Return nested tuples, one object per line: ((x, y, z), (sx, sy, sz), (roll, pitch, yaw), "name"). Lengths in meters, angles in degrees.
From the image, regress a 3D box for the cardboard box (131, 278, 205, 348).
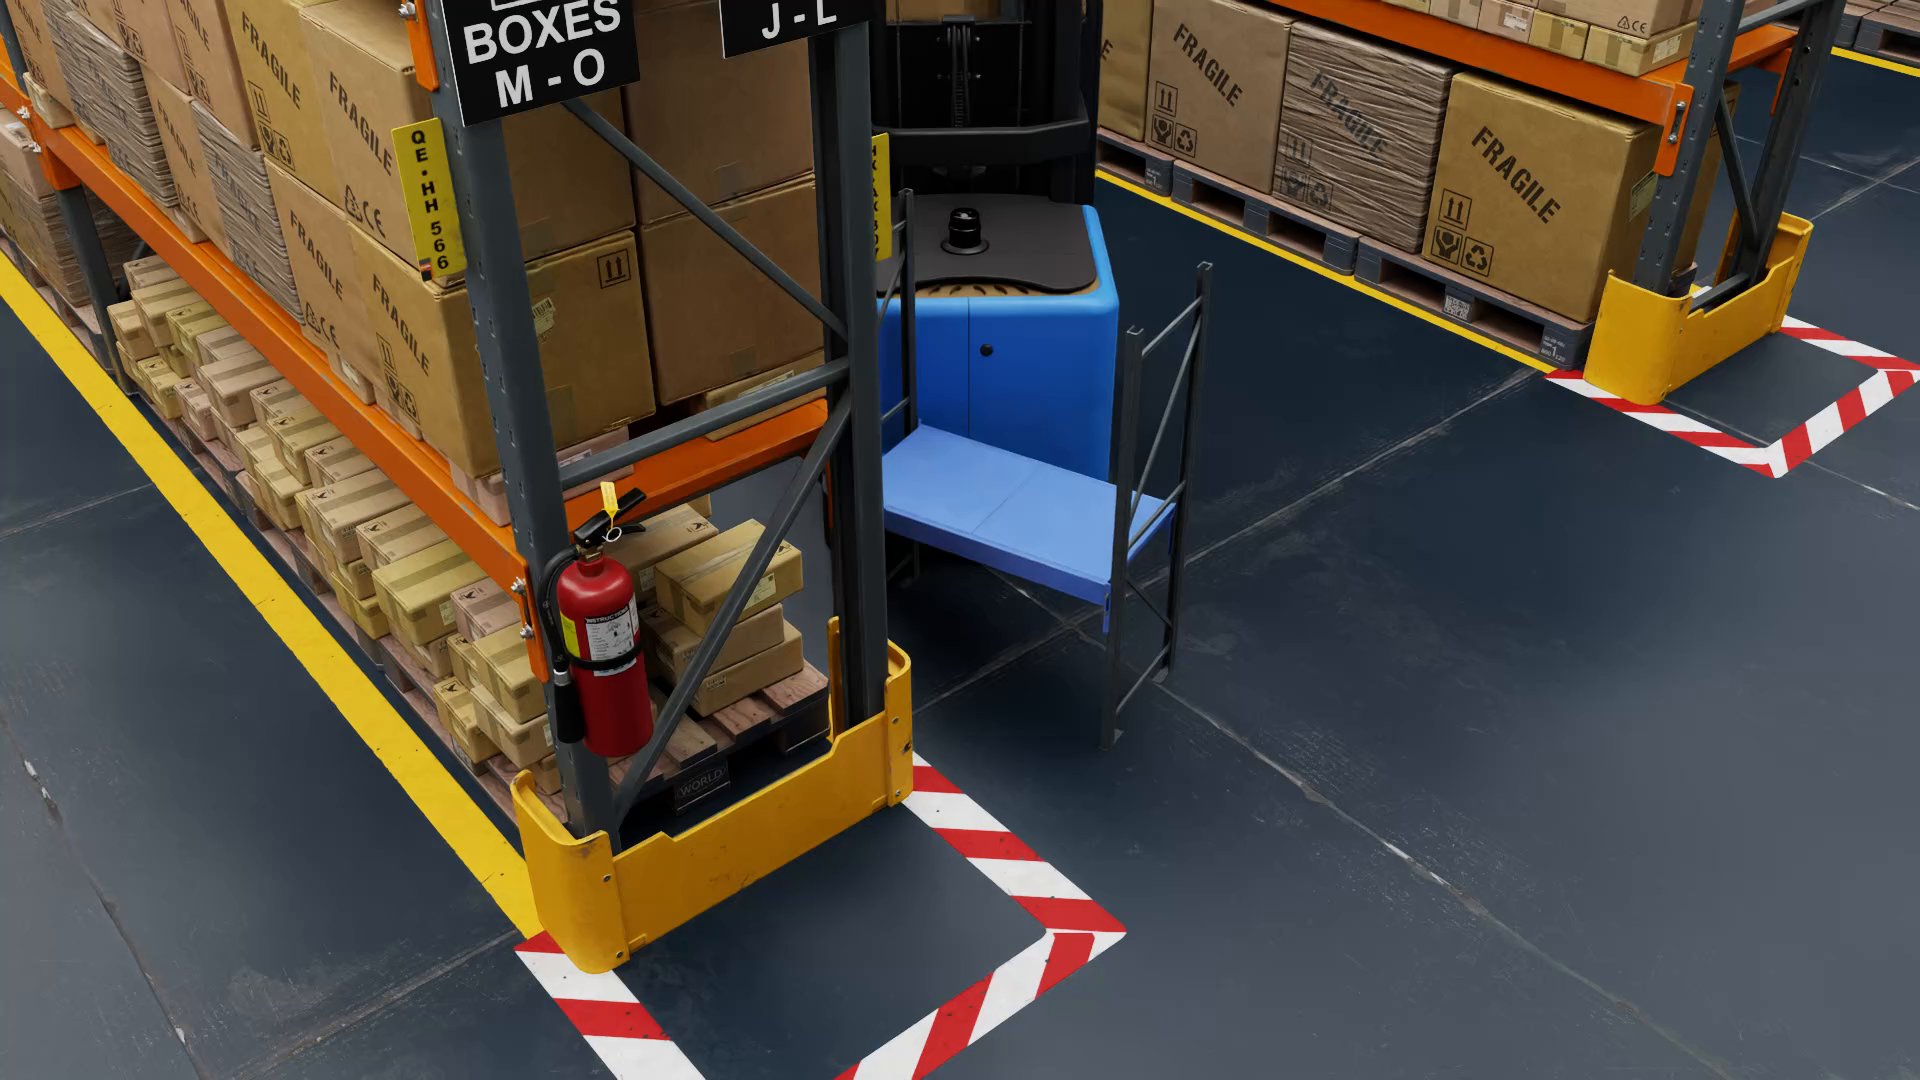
((-3.011, -0.920, 6.542), (0.380, 0.149, 0.250), (-24, 42, -30), "cardboard box")

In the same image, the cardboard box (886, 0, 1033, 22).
((0.218, -3.427, 9.968), (1.225, 0.875, 0.875), (-26, 43, -32), "cardboard box")

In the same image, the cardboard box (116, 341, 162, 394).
((-3.218, -0.769, 6.844), (0.380, 0.149, 0.250), (-28, 44, -34), "cardboard box")

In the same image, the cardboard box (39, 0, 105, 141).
((-2.756, -1.676, 5.677), (0.500, 0.500, 0.500), (-26, 43, -32), "cardboard box")

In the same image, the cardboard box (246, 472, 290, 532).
((-2.350, -0.212, 6.057), (0.380, 0.149, 0.250), (-27, 44, -33), "cardboard box")

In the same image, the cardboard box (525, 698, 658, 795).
((-1.125, 0.561, 4.965), (0.380, 0.149, 0.250), (-25, 42, -31), "cardboard box")

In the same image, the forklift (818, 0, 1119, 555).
((-0.023, -1.963, 6.485), (1.130, 2.935, 3.031), (-1, 35, -2), "forklift")

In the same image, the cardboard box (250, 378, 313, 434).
((-2.284, -0.488, 5.932), (0.380, 0.149, 0.250), (-28, 44, -34), "cardboard box")

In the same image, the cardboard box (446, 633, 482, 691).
((-1.312, 0.333, 5.031), (0.380, 0.149, 0.250), (-27, 43, -33), "cardboard box")

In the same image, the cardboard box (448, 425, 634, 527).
((-1.052, -0.212, 4.171), (0.380, 0.149, 0.250), (-26, 43, -32), "cardboard box")

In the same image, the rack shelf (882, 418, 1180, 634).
((0.149, -0.066, 5.357), (1.000, 0.185, 0.538), (19, 40, 25), "rack shelf")

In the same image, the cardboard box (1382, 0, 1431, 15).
((2.087, -2.464, 7.351), (0.380, 0.149, 0.250), (-27, 43, -33), "cardboard box")

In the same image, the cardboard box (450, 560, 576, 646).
((-1.280, 0.202, 4.959), (0.380, 0.149, 0.250), (-25, 42, -31), "cardboard box")

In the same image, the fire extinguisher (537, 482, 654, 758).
((-0.816, 0.191, 3.775), (0.296, 0.674, 0.183), (-26, 43, -32), "fire extinguisher")

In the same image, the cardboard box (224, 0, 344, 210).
((-1.438, -1.179, 4.111), (0.500, 0.500, 0.500), (-28, 44, -33), "cardboard box")

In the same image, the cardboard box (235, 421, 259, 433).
((-2.470, -0.469, 6.163), (0.380, 0.149, 0.250), (-24, 42, -30), "cardboard box")

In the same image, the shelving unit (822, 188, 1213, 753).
((0.149, -0.213, 5.253), (1.048, 1.500, 0.538), (19, 40, 25), "shelving unit")

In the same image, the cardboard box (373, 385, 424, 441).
((-1.358, -0.441, 4.495), (0.380, 0.149, 0.250), (-26, 43, -32), "cardboard box")

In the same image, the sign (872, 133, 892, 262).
((-0.212, -0.832, 4.080), (0.100, 0.325, 0.005), (-26, 43, -32), "sign")

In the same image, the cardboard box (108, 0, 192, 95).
((-2.125, -1.638, 4.758), (0.500, 0.500, 0.500), (-28, 44, -33), "cardboard box")

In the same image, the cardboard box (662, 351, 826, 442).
((-0.585, -0.439, 4.492), (0.380, 0.149, 0.250), (-26, 43, -32), "cardboard box")

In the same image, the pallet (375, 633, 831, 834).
((-1.172, 0.456, 5.423), (1.003, 0.211, 1.213), (-26, 43, -32), "pallet")

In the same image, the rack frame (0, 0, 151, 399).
((-3.207, -2.042, 6.538), (1.000, 3.000, 0.127), (-26, 43, -32), "rack frame")

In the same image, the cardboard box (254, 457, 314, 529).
((-2.216, -0.216, 5.805), (0.380, 0.149, 0.250), (-26, 43, -31), "cardboard box")

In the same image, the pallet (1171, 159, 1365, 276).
((1.869, -1.806, 8.617), (1.003, 0.211, 1.213), (-26, 43, -32), "pallet")

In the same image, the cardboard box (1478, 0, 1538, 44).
((2.416, -2.239, 7.034), (0.380, 0.149, 0.250), (-26, 43, -32), "cardboard box")

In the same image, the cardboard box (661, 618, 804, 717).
((-0.720, 0.365, 5.242), (0.380, 0.149, 0.250), (-25, 42, -31), "cardboard box")

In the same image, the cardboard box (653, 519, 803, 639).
((-0.705, 0.115, 5.081), (0.380, 0.149, 0.250), (-28, 44, -34), "cardboard box")

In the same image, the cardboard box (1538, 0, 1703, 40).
((2.713, -2.257, 6.713), (0.500, 0.250, 0.500), (-27, 43, -32), "cardboard box")

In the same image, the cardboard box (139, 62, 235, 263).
((-2.090, -1.214, 5.025), (0.500, 0.500, 0.500), (-24, 42, -30), "cardboard box")

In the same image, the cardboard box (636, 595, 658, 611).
((-0.902, 0.126, 5.323), (0.380, 0.149, 0.250), (-26, 43, -32), "cardboard box")

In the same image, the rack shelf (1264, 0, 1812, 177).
((1.937, -2.671, 8.048), (1.077, 0.370, 4.000), (-26, 43, -32), "rack shelf")

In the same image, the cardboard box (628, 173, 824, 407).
((-0.705, -0.740, 4.355), (0.500, 0.500, 0.500), (-24, 42, -30), "cardboard box")

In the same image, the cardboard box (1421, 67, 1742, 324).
((2.754, -1.638, 7.443), (0.875, 0.875, 0.875), (-26, 43, -32), "cardboard box")

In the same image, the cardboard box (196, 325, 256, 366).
((-2.624, -0.720, 6.260), (0.380, 0.149, 0.250), (-27, 43, -33), "cardboard box")

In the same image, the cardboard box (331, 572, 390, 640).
((-1.855, 0.143, 5.555), (0.380, 0.149, 0.250), (-28, 44, -34), "cardboard box")

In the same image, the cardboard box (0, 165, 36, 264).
((-4.208, -1.653, 7.788), (0.500, 0.500, 0.500), (-27, 43, -33), "cardboard box")

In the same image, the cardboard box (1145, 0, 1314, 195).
((1.592, -2.433, 8.565), (0.875, 0.875, 0.875), (-26, 43, -32), "cardboard box")

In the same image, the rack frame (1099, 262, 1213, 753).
((0.586, -0.062, 5.040), (0.032, 1.500, 0.500), (19, 40, 25), "rack frame")

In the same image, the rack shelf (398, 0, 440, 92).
((-1.917, -2.090, 4.632), (1.077, 0.370, 4.000), (-26, 43, -32), "rack shelf")

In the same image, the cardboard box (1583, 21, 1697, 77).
((2.747, -2.013, 6.715), (0.380, 0.149, 0.250), (-25, 42, -31), "cardboard box")

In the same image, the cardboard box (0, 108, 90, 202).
((-3.881, -1.734, 7.254), (0.500, 0.250, 0.500), (-27, 44, -33), "cardboard box")

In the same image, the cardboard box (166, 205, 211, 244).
((-2.388, -1.129, 5.466), (0.380, 0.149, 0.250), (-24, 42, -30), "cardboard box")

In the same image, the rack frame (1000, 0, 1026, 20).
((0.647, -3.847, 9.087), (1.000, 3.000, 0.127), (-26, 43, -32), "rack frame")

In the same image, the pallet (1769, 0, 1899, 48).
((5.726, -3.708, 11.303), (1.003, 0.211, 1.213), (-26, 43, -32), "pallet")

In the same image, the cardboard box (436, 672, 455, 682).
((-1.473, 0.337, 5.282), (0.380, 0.149, 0.250), (-26, 43, -32), "cardboard box")

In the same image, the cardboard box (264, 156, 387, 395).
((-1.441, -0.770, 4.398), (0.500, 0.500, 0.500), (-27, 43, -32), "cardboard box")

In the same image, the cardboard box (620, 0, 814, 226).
((-0.713, -1.144, 4.060), (0.500, 0.500, 0.500), (-26, 43, -32), "cardboard box")

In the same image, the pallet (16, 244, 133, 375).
((-3.711, -1.247, 7.829), (1.003, 0.211, 1.213), (-26, 43, -32), "pallet")

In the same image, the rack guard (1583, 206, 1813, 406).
((3.244, -1.051, 7.301), (1.175, 0.500, 0.348), (-26, 43, -32), "rack guard")

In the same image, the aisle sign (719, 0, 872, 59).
((-0.350, -1.417, 3.406), (0.394, 0.787, 0.004), (-26, 43, -32), "aisle sign")

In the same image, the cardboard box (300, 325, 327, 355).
((-1.688, -0.672, 4.821), (0.380, 0.149, 0.250), (-28, 44, -34), "cardboard box")

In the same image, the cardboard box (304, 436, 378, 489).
((-1.964, -0.259, 5.609), (0.380, 0.149, 0.250), (-28, 44, -33), "cardboard box")

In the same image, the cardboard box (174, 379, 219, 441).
((-2.846, -0.562, 6.551), (0.380, 0.149, 0.250), (-26, 43, -32), "cardboard box")

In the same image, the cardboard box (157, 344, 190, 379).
((-2.986, -0.814, 6.650), (0.380, 0.149, 0.250), (-26, 43, -31), "cardboard box")

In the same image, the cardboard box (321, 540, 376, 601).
((-1.865, 0.015, 5.479), (0.380, 0.149, 0.250), (-25, 42, -31), "cardboard box")

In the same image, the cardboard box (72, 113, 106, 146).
((-3.051, -1.606, 6.140), (0.380, 0.149, 0.250), (-25, 42, -31), "cardboard box")

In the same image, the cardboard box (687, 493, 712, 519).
((-1.039, -0.121, 5.414), (0.380, 0.149, 0.250), (-26, 43, -32), "cardboard box")

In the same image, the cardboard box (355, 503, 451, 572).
((-1.662, -0.003, 5.248), (0.380, 0.149, 0.250), (-28, 44, -33), "cardboard box")

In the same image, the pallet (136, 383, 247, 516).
((-2.747, -0.621, 6.944), (1.003, 0.211, 1.213), (-26, 43, -32), "pallet")
